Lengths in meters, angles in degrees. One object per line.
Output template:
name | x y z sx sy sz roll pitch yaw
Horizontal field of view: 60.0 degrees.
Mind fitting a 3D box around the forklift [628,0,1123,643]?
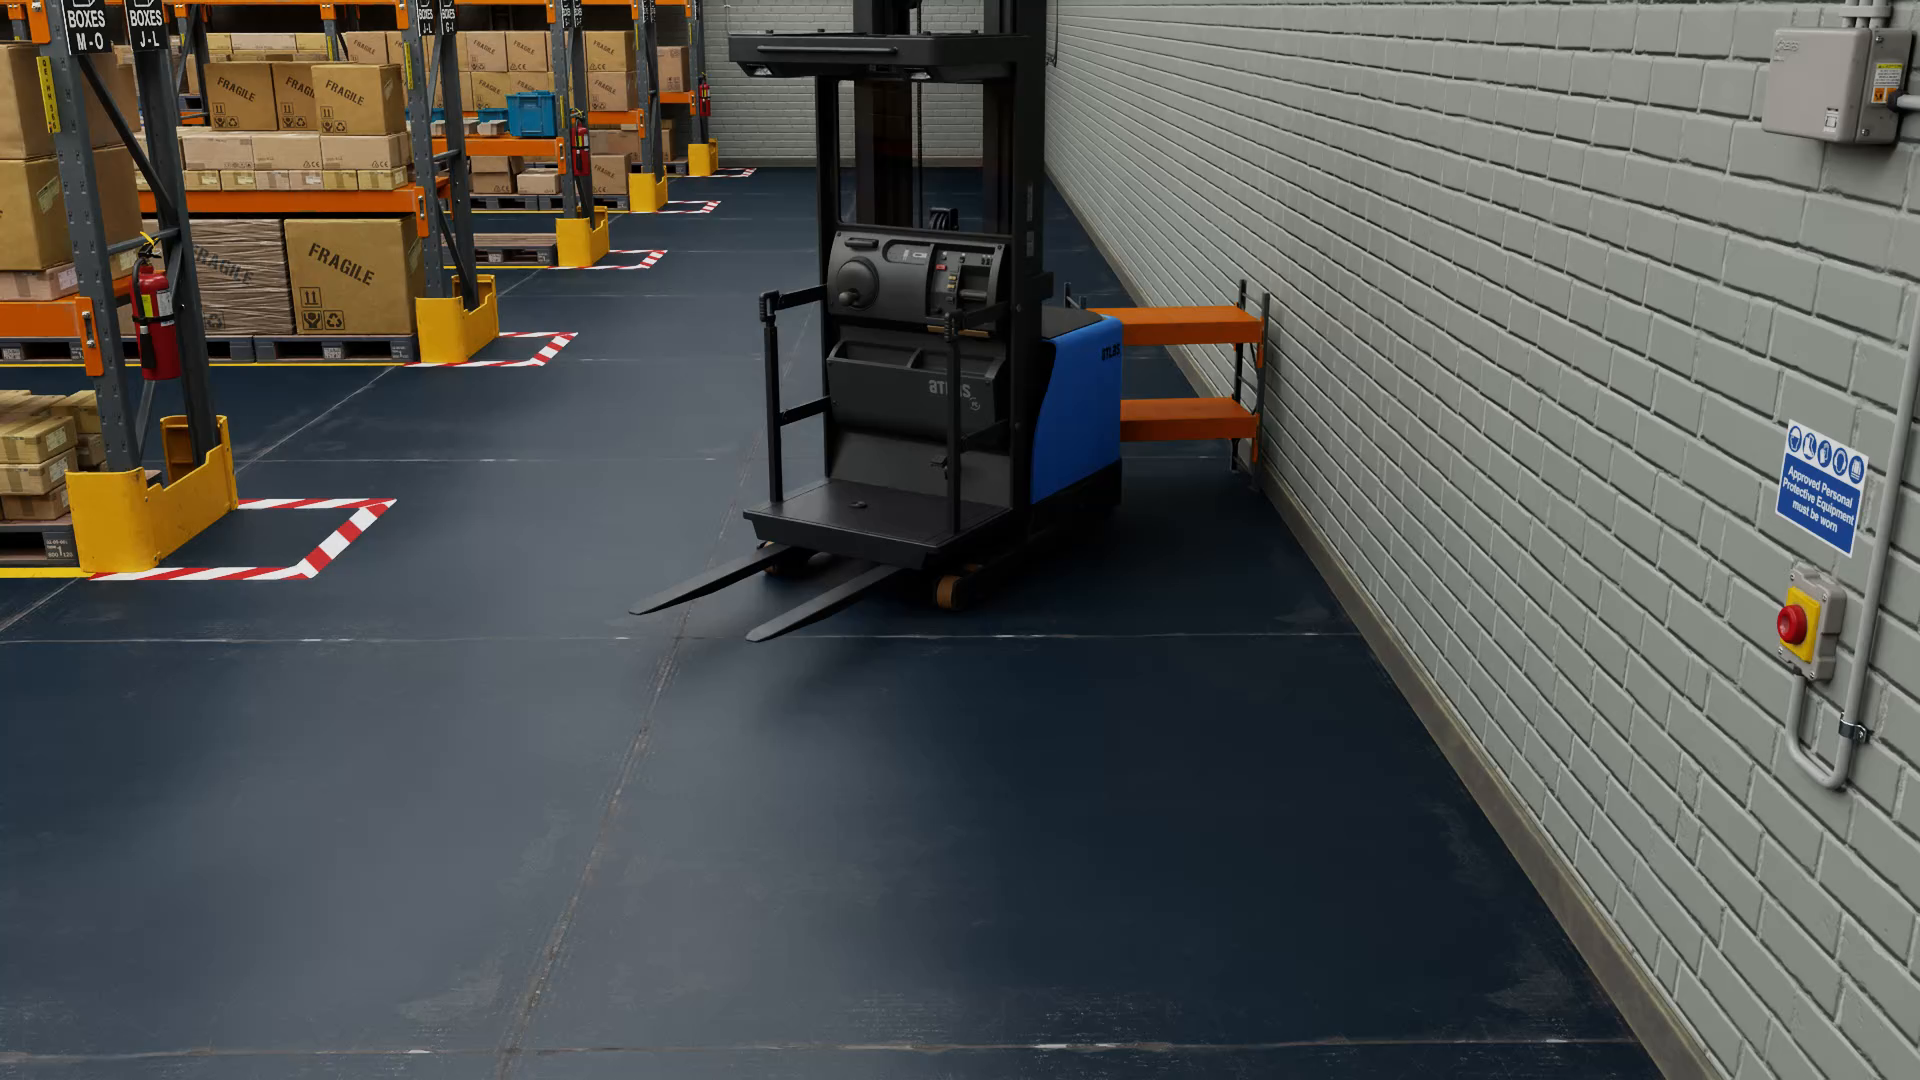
forklift | -0.318 -1.232 7.590 1.130 2.935 3.031 10 20 29

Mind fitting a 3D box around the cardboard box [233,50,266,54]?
cardboard box | -11.239 -7.586 26.602 0.500 0.500 0.500 0 18 1

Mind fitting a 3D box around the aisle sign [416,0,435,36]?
aisle sign | -3.942 -4.110 12.193 0.004 0.787 0.394 0 18 -1

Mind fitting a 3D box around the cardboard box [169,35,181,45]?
cardboard box | -12.597 -8.019 26.687 0.250 0.149 0.380 -3 18 -8

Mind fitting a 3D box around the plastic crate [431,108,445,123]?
plastic crate | -5.665 -4.518 17.897 0.300 0.233 0.416 0 18 -1

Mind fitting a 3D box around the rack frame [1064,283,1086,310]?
rack frame | 0.633 -0.843 9.334 0.032 1.125 0.500 -2 18 -7

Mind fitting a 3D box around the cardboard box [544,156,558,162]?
cardboard box | -6.488 -6.468 27.204 0.500 0.500 0.700 0 18 0

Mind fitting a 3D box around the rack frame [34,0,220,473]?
rack frame | -4.041 -1.448 8.151 0.127 3.000 1.000 0 18 -1

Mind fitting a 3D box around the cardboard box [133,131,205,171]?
cardboard box | -6.036 -2.942 12.566 0.500 0.250 0.500 0 18 -1

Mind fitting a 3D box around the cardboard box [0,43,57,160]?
cardboard box | -4.495 -2.035 7.694 0.500 0.500 0.500 -1 18 -2

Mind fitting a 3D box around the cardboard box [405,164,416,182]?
cardboard box | -4.379 -2.943 13.222 0.250 0.149 0.380 0 18 0

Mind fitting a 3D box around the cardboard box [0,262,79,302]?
cardboard box | -4.363 -1.241 7.915 0.250 0.149 0.380 0 18 -1

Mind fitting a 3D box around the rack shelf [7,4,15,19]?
rack shelf | -14.170 -7.027 21.808 4.000 0.370 1.077 0 18 -1

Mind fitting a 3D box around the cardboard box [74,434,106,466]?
cardboard box | -4.569 -0.508 8.714 0.250 0.149 0.380 0 18 1

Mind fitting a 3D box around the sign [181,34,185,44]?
sign | -12.234 -7.811 26.221 0.005 0.325 0.100 0 18 -1

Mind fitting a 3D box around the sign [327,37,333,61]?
sign | -8.158 -6.352 21.541 0.005 0.325 0.100 0 18 -1

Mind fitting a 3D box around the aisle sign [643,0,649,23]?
aisle sign | -4.098 -7.134 21.619 0.004 0.787 0.394 0 18 -1

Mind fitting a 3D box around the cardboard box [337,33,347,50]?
cardboard box | -9.737 -7.956 26.528 0.500 0.250 0.500 0 18 0

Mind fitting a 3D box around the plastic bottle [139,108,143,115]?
plastic bottle | -8.816 -4.517 17.928 0.097 0.271 0.097 0 18 0

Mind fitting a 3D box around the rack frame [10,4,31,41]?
rack frame | -12.170 -5.950 22.186 0.127 3.000 1.000 0 18 -1

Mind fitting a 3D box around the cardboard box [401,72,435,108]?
cardboard box | -7.145 -5.940 21.990 0.500 0.500 0.500 0 18 0

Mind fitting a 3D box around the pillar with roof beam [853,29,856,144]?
pillar with roof beam | -1.499 -9.321 22.872 0.400 9.000 9.100 0 18 -1

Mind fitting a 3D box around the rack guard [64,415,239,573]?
rack guard | -4.117 -0.257 8.532 0.348 0.500 1.175 0 18 -1

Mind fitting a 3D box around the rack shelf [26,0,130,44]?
rack shelf | -6.041 -2.524 7.773 4.000 0.370 1.077 0 18 -1

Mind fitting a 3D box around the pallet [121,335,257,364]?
pallet | -6.034 -1.603 13.199 1.213 0.211 1.003 0 18 -1

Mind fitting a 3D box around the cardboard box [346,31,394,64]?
cardboard box | -7.695 -6.410 21.818 0.500 0.500 0.500 0 18 1

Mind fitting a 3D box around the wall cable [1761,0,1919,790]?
wall cable | 1.775 -0.470 3.387 0.123 1.953 0.585 0 18 -1

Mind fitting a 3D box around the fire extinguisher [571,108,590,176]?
fire extinguisher | -3.939 -4.124 17.229 0.183 0.674 0.296 0 18 -1

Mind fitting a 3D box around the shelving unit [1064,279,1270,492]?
shelving unit | 1.138 -0.862 9.392 1.048 1.125 0.538 -2 18 -7

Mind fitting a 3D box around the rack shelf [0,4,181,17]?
rack shelf | -14.252 -8.540 26.524 4.000 0.370 1.077 0 18 -1

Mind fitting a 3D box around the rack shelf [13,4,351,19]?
rack shelf | -10.171 -7.046 21.868 4.000 0.370 1.077 0 18 -1

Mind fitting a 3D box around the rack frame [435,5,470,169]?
rack frame | -8.253 -7.483 26.963 0.127 3.000 1.000 0 18 -1

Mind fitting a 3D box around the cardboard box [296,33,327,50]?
cardboard box | -10.247 -7.953 26.519 0.500 0.250 0.500 -1 18 -2

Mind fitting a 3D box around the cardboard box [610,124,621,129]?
cardboard box | -5.586 -6.845 27.316 0.250 0.149 0.380 0 18 0

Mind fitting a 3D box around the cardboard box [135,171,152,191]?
cardboard box | -6.159 -2.732 12.566 0.250 0.149 0.380 -1 18 -2

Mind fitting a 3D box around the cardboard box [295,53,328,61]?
cardboard box | -8.648 -6.283 22.373 0.500 0.500 0.700 -6 19 -19

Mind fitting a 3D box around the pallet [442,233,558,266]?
pallet | -4.922 -3.156 18.041 1.213 0.211 1.003 0 18 -1

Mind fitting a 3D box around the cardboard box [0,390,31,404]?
cardboard box | -5.098 -0.675 8.747 0.250 0.149 0.380 0 18 -1

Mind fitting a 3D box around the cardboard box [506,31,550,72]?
cardboard box | -5.635 -6.420 21.850 0.500 0.500 0.500 0 18 1

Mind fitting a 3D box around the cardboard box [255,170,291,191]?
cardboard box | -5.131 -2.738 12.583 0.250 0.149 0.380 0 18 0

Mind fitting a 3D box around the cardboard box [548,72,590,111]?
cardboard box | -5.134 -5.948 22.014 0.500 0.500 0.500 0 18 0

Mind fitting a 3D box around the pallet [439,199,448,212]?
pallet | -7.484 -4.645 22.682 1.213 0.211 1.003 0 18 -1

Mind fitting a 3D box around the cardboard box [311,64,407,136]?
cardboard box | -4.502 -3.308 12.480 0.500 0.500 0.500 0 18 0

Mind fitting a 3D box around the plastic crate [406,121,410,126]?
plastic crate | -5.773 -4.307 17.397 0.250 0.136 0.298 0 18 -1

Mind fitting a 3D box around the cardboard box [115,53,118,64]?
cardboard box | -11.542 -6.235 22.224 0.500 0.500 0.700 -6 19 -19

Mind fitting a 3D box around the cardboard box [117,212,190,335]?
cardboard box | -6.457 -2.115 13.022 0.875 0.875 0.875 0 18 -1

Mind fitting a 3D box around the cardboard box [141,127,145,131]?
cardboard box | -6.553 -3.102 13.067 0.500 0.250 0.500 0 18 0
